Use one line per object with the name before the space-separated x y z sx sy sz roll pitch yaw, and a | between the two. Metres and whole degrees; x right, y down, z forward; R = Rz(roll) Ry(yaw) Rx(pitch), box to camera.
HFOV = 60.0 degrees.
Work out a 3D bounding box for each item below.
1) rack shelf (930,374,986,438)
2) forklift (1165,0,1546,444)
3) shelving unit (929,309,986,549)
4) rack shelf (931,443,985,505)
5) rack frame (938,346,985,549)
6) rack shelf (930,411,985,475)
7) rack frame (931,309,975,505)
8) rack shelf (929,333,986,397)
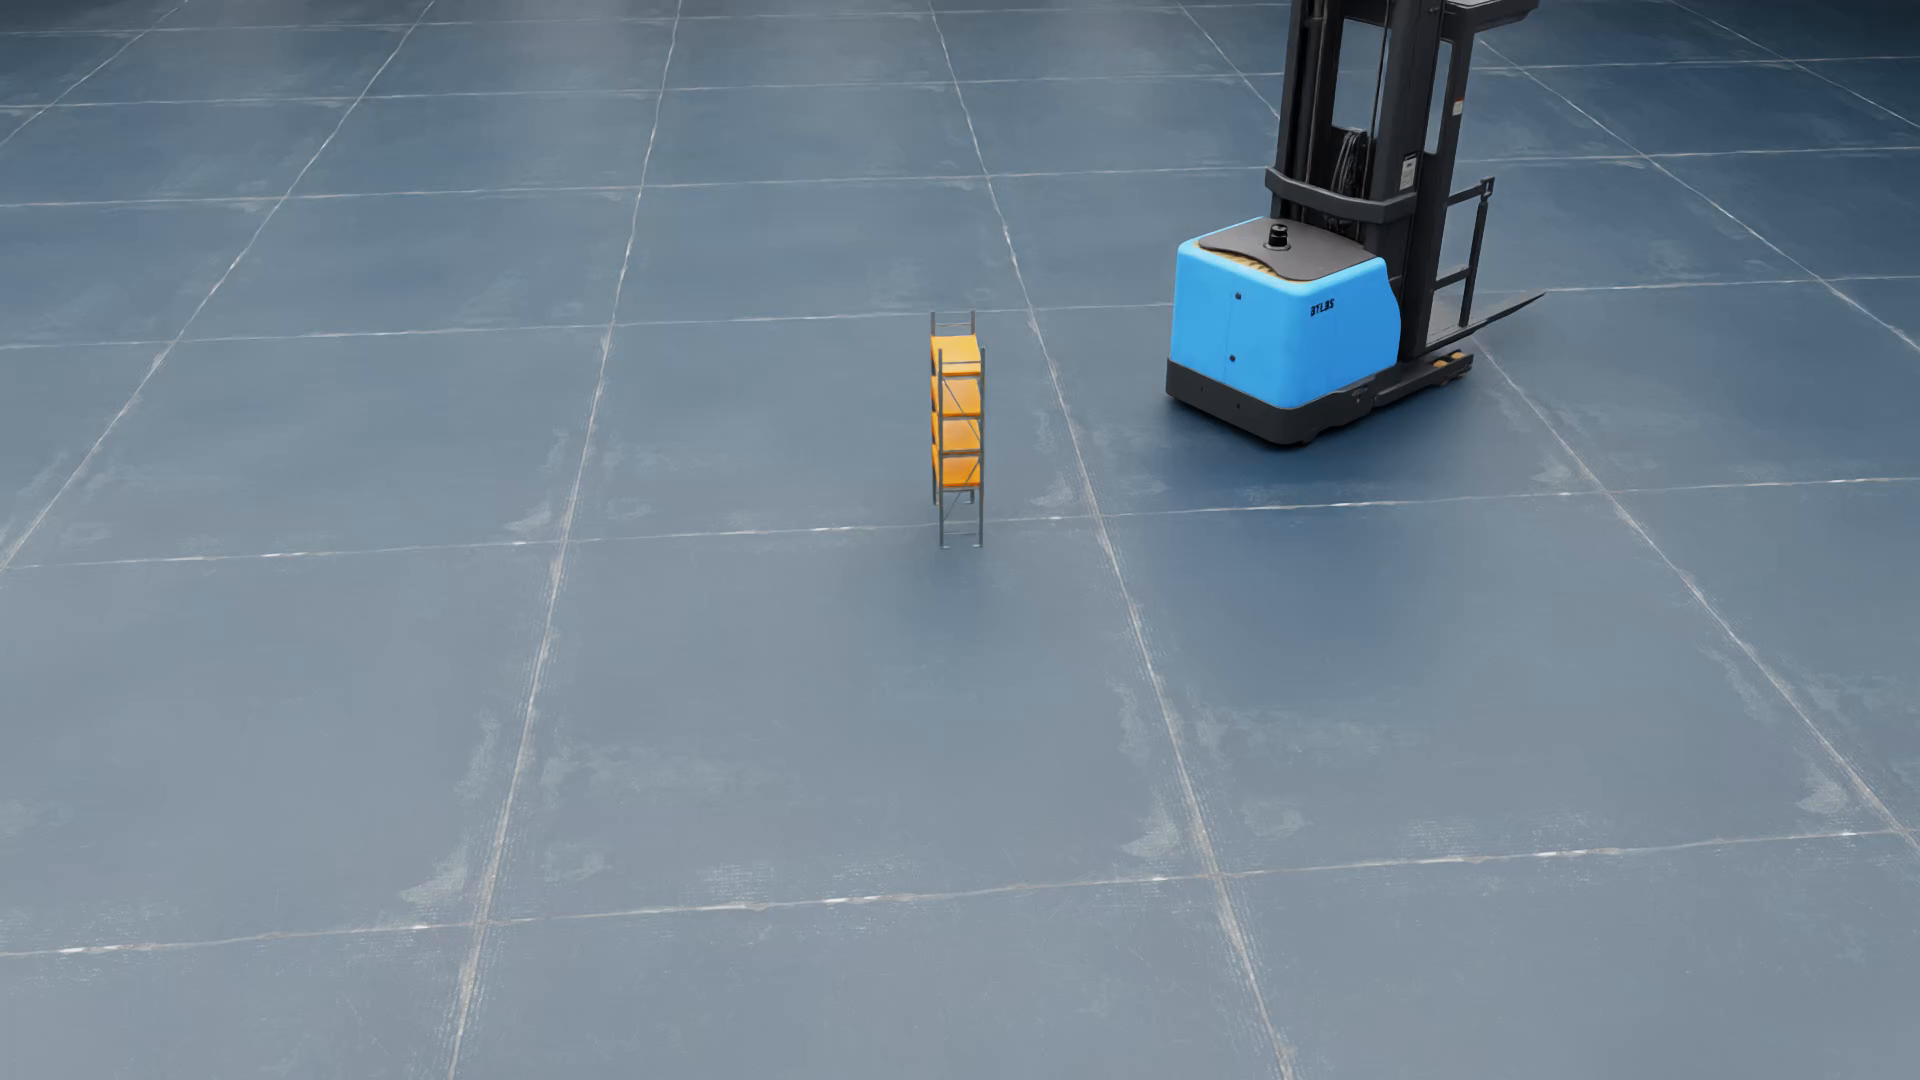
rack shelf | -0.015 -0.734 9.004 0.258 0.148 0.480 -3 31 -5
forklift | 2.776 -2.458 10.507 3.031 2.935 1.130 -23 38 -34
shelving unit | -0.015 -0.600 9.084 0.258 1.200 0.503 -3 31 -5
rack shelf | -0.015 -0.371 9.220 0.258 0.148 0.480 -3 31 -5
rack frame | 0.007 -0.475 8.875 0.240 1.200 0.015 -3 31 -5
rack shelf | -0.015 -0.542 9.118 0.258 0.148 0.480 -3 31 -5
rack frame | -0.038 -0.724 9.292 0.240 1.200 0.015 -3 31 -5
rack shelf | -0.015 -0.937 8.882 0.258 0.148 0.480 -3 31 -5
